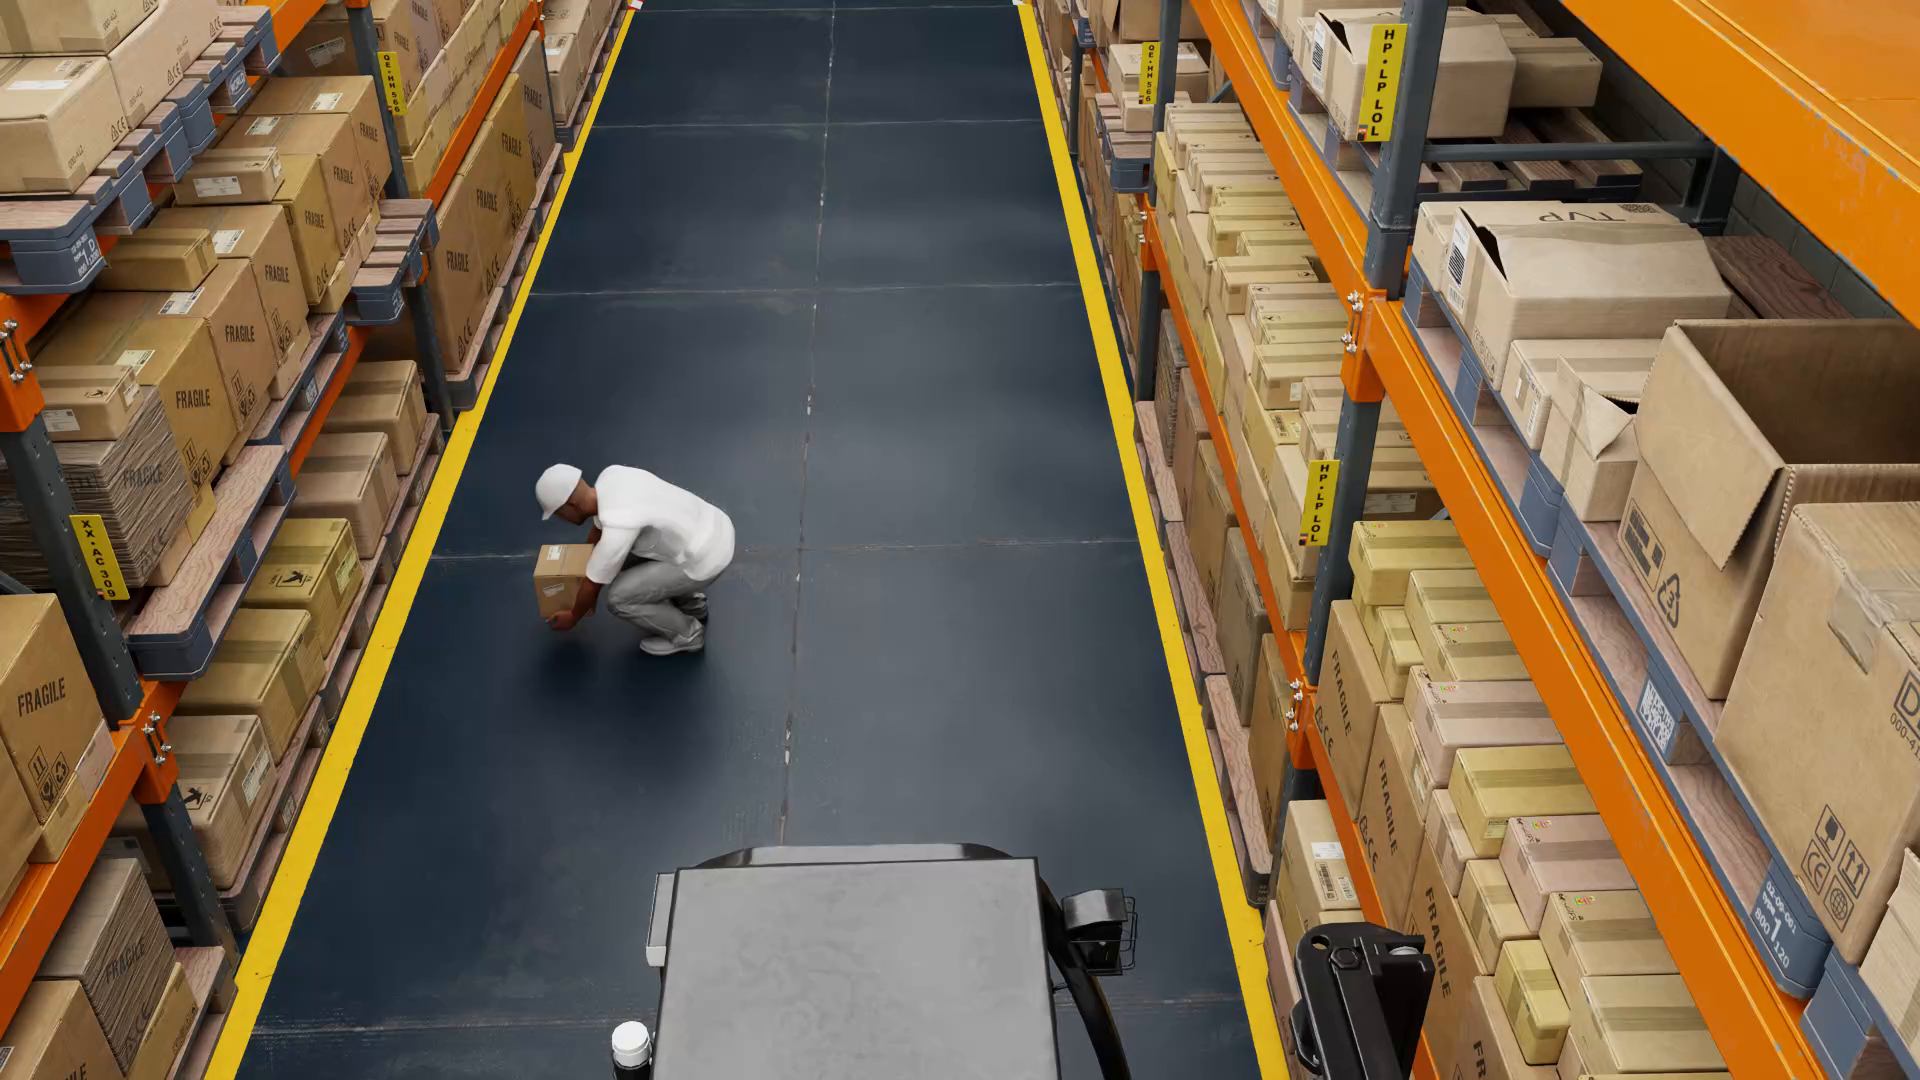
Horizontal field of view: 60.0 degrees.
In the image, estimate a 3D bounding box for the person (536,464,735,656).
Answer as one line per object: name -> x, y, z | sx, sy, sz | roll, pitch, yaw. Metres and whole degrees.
person -> -1.505, 0.060, 7.756 | 0.898, 1.008, 0.583 | -2, 35, -2
